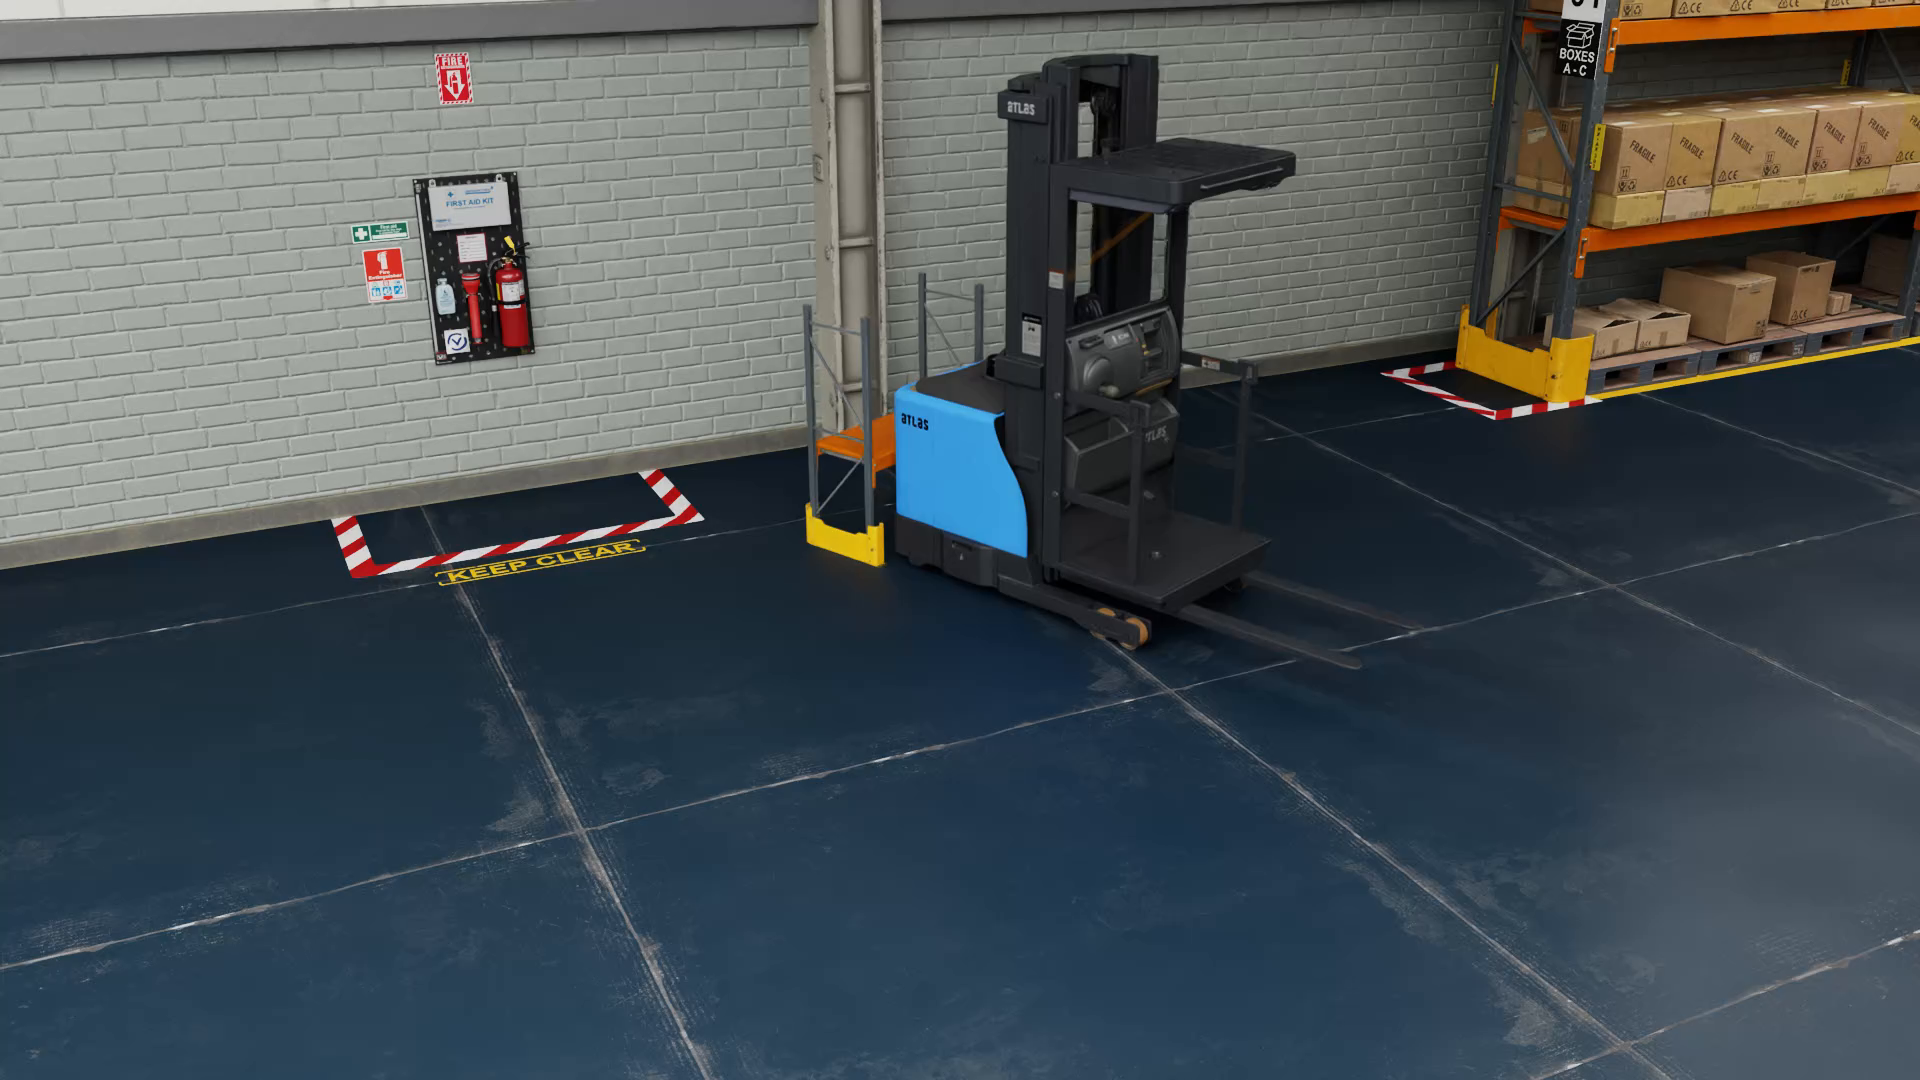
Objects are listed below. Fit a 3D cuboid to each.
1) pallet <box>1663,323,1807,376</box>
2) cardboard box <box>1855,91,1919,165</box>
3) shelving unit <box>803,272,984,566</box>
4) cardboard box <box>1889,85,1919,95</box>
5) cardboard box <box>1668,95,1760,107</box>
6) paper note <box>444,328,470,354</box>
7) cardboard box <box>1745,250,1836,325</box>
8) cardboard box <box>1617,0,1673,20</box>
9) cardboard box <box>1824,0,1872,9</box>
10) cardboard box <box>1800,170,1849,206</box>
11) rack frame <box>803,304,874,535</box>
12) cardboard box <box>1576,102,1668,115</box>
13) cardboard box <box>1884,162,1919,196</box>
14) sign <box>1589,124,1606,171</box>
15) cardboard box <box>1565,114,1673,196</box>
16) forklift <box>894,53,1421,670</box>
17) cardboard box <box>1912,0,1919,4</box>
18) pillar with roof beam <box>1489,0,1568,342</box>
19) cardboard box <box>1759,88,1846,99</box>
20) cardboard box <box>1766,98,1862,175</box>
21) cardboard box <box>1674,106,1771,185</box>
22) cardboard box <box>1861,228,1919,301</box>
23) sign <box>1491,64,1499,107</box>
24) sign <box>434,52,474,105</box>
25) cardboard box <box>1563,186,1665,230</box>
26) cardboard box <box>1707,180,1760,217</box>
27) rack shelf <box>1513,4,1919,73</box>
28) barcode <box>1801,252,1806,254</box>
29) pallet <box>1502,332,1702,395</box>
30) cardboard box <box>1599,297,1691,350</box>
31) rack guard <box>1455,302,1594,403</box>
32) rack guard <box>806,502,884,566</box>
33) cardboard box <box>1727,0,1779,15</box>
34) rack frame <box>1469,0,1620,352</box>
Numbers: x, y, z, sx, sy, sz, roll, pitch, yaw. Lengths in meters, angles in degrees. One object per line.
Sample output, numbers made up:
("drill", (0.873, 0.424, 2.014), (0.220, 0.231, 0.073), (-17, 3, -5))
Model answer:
("pallet", (6.317, -1.695, 14.068), (1.213, 0.211, 1.003), (-10, 25, -24))
("cardboard box", (7.716, -3.412, 13.761), (0.500, 0.500, 0.500), (-10, 25, -24))
("shelving unit", (-0.378, -0.765, 10.138), (0.587, 1.500, 1.083), (18, 28, 36))
("cardboard box", (8.481, -3.633, 14.398), (0.500, 0.500, 0.700), (-10, 25, -23))
("cardboard box", (6.111, -3.336, 13.577), (0.500, 0.500, 0.500), (-10, 25, -23))
("paper note", (-3.180, -1.257, 10.516), (0.142, 0.148, 0.016), (-10, 25, -24))
("cardboard box", (7.090, -2.173, 14.271), (0.500, 0.500, 0.500), (-12, 26, -28))
("cardboard box", (4.813, -4.058, 12.052), (0.500, 0.500, 0.500), (-10, 24, -22))
("cardboard box", (6.716, -4.399, 12.876), (0.500, 0.500, 0.500), (-11, 25, -26))
("cardboard box", (6.813, -2.899, 13.502), (0.500, 0.250, 0.500), (-11, 25, -24))
("rack frame", (-0.708, -0.613, 9.770), (0.500, 1.500, 0.032), (18, 28, 36))
("cardboard box", (5.194, -3.165, 13.164), (0.500, 0.500, 0.500), (-10, 25, -23))
("cardboard box", (7.712, -3.068, 13.909), (0.500, 0.250, 0.500), (-10, 25, -23))
("sign", (4.639, -2.860, 12.106), (0.005, 0.325, 0.100), (-10, 25, -24))
("cardboard box", (4.964, -2.909, 12.546), (0.500, 0.500, 0.500), (-10, 25, -24))
("forklift", (1.040, -0.997, 8.827), (3.031, 2.935, 1.130), (19, 29, 38))
("cardboard box", (7.657, -4.583, 13.320), (0.500, 0.500, 0.500), (-10, 24, -22))
("pillar with roof beam", (6.526, -4.350, 8.992), (0.400, 9.000, 9.100), (-10, 25, -24))
("cardboard box", (7.026, -3.507, 13.989), (0.500, 0.500, 0.500), (-11, 25, -24))
("cardboard box", (6.810, -3.248, 13.363), (0.500, 0.500, 0.500), (-11, 25, -25))
("cardboard box", (5.882, -3.071, 12.937), (0.500, 0.500, 0.500), (-11, 25, -25))
("cardboard box", (8.664, -2.487, 15.029), (0.500, 0.500, 0.700), (-10, 24, -22))
("sign", (4.181, -3.523, 12.911), (0.005, 0.325, 0.100), (-10, 25, -24))
("sign", (-3.041, -2.773, 9.997), (0.199, 0.298, 0.001), (-10, 25, -24))
("cardboard box", (4.981, -2.559, 12.679), (0.500, 0.250, 0.500), (-11, 25, -25))
("cardboard box", (5.904, -2.732, 13.098), (0.500, 0.250, 0.500), (-11, 25, -24))
("rack shelf", (6.205, -4.032, 13.089), (4.000, 0.370, 1.077), (-10, 25, -24))
("barcode", (7.417, -2.500, 14.642), (0.075, 0.075, 0.001), (-10, 25, -24))
("pallet", (5.219, -1.494, 13.583), (1.213, 0.211, 1.003), (-10, 25, -24))
("cardboard box", (5.579, -1.786, 13.584), (0.500, 0.311, 0.500), (-8, 24, -19))
("rack guard", (4.472, -1.505, 13.232), (0.348, 0.500, 1.175), (-10, 25, -24))
("rack guard", (-0.696, -0.041, 10.023), (0.587, 0.250, 0.087), (18, 28, 36))
("cardboard box", (5.779, -4.222, 12.449), (0.500, 0.500, 0.500), (-9, 24, -21))
("rack frame", (4.403, -2.647, 12.723), (0.127, 3.000, 1.000), (-10, 25, -24))
